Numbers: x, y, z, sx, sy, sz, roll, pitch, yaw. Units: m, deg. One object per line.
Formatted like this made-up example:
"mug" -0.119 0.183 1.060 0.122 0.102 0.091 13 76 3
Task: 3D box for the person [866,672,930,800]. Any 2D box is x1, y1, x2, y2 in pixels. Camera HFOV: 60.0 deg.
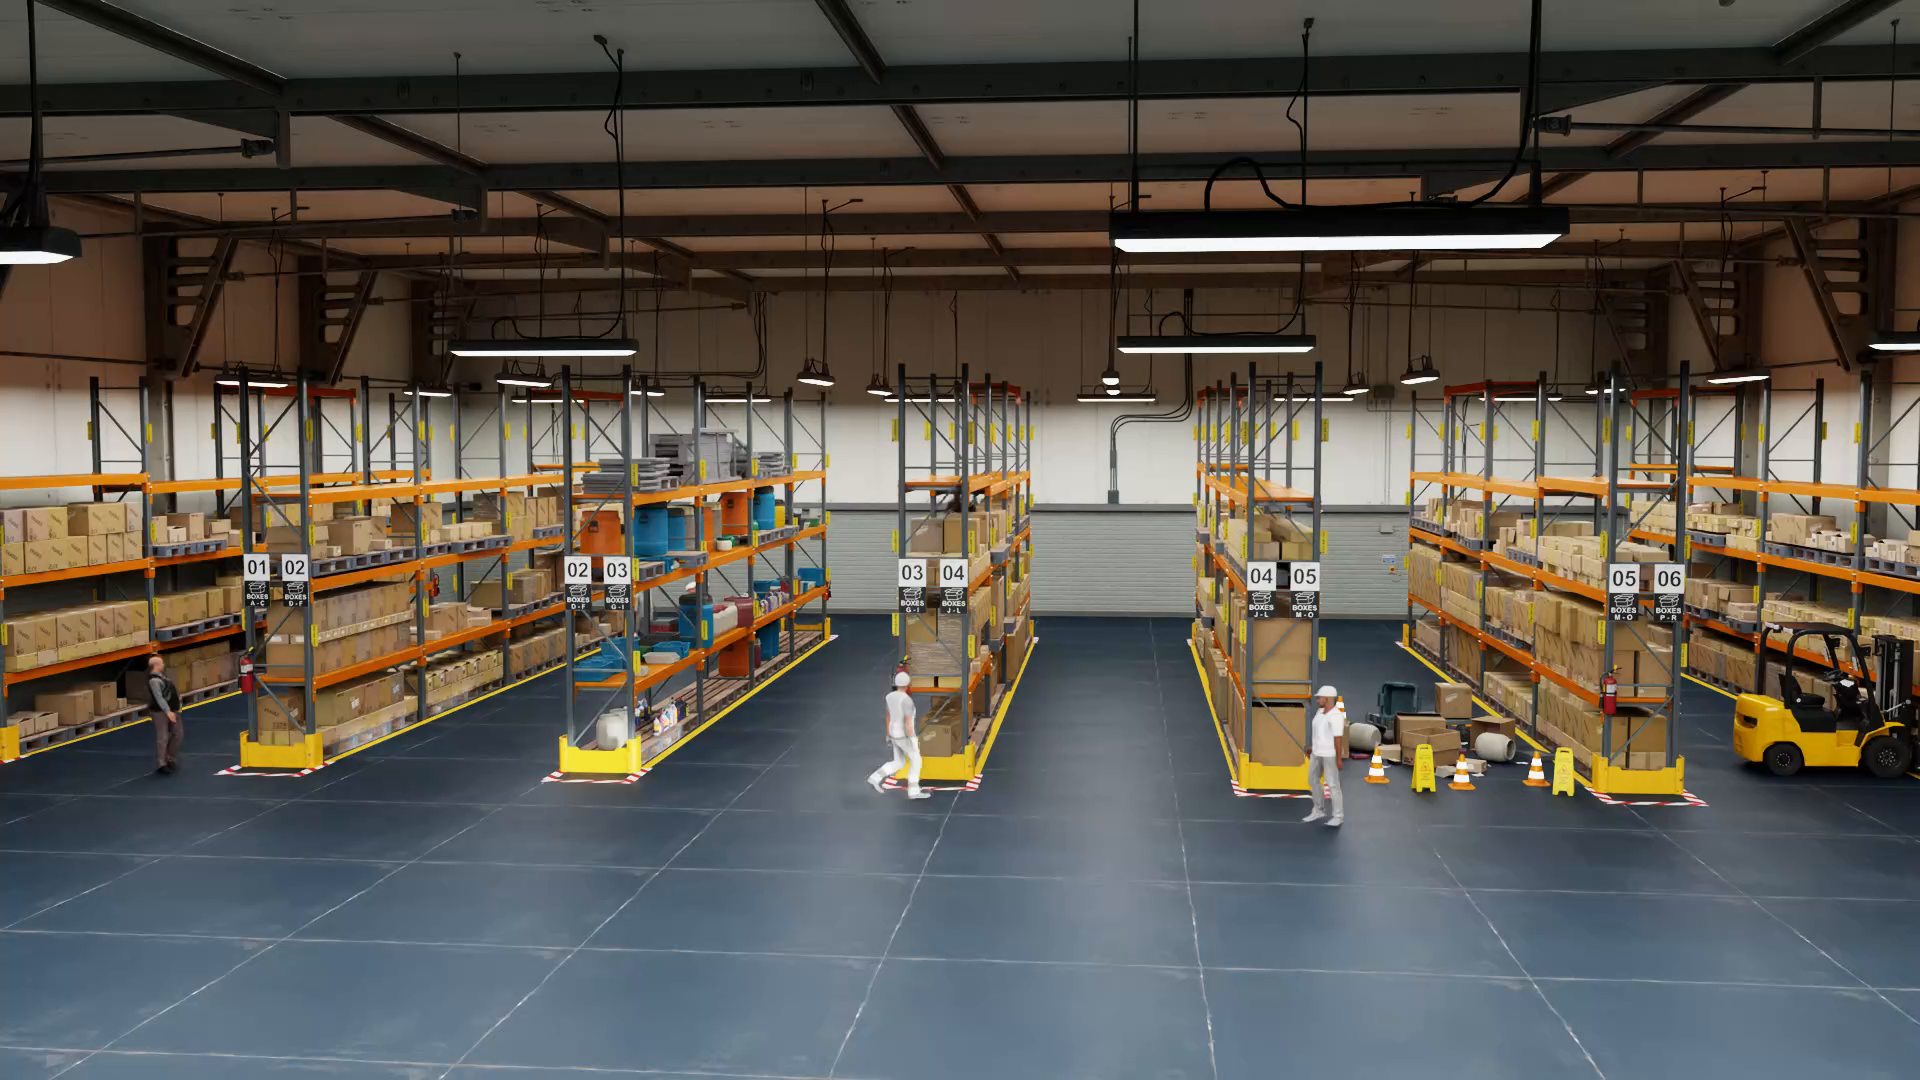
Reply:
"person" -0.829 2.668 22.626 0.853 1.751 0.594 -1 4 -16

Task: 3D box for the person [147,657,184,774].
"person" -11.728 2.581 24.577 0.584 1.733 0.592 1 4 8

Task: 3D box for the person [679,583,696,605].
"person" -5.818 1.818 36.033 0.637 1.774 0.782 1 4 13

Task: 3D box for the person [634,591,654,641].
"person" -7.240 1.756 38.124 0.449 1.584 0.516 0 4 1

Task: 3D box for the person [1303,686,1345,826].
"person" 4.660 2.751 21.292 0.377 1.803 0.711 -1 4 -21
